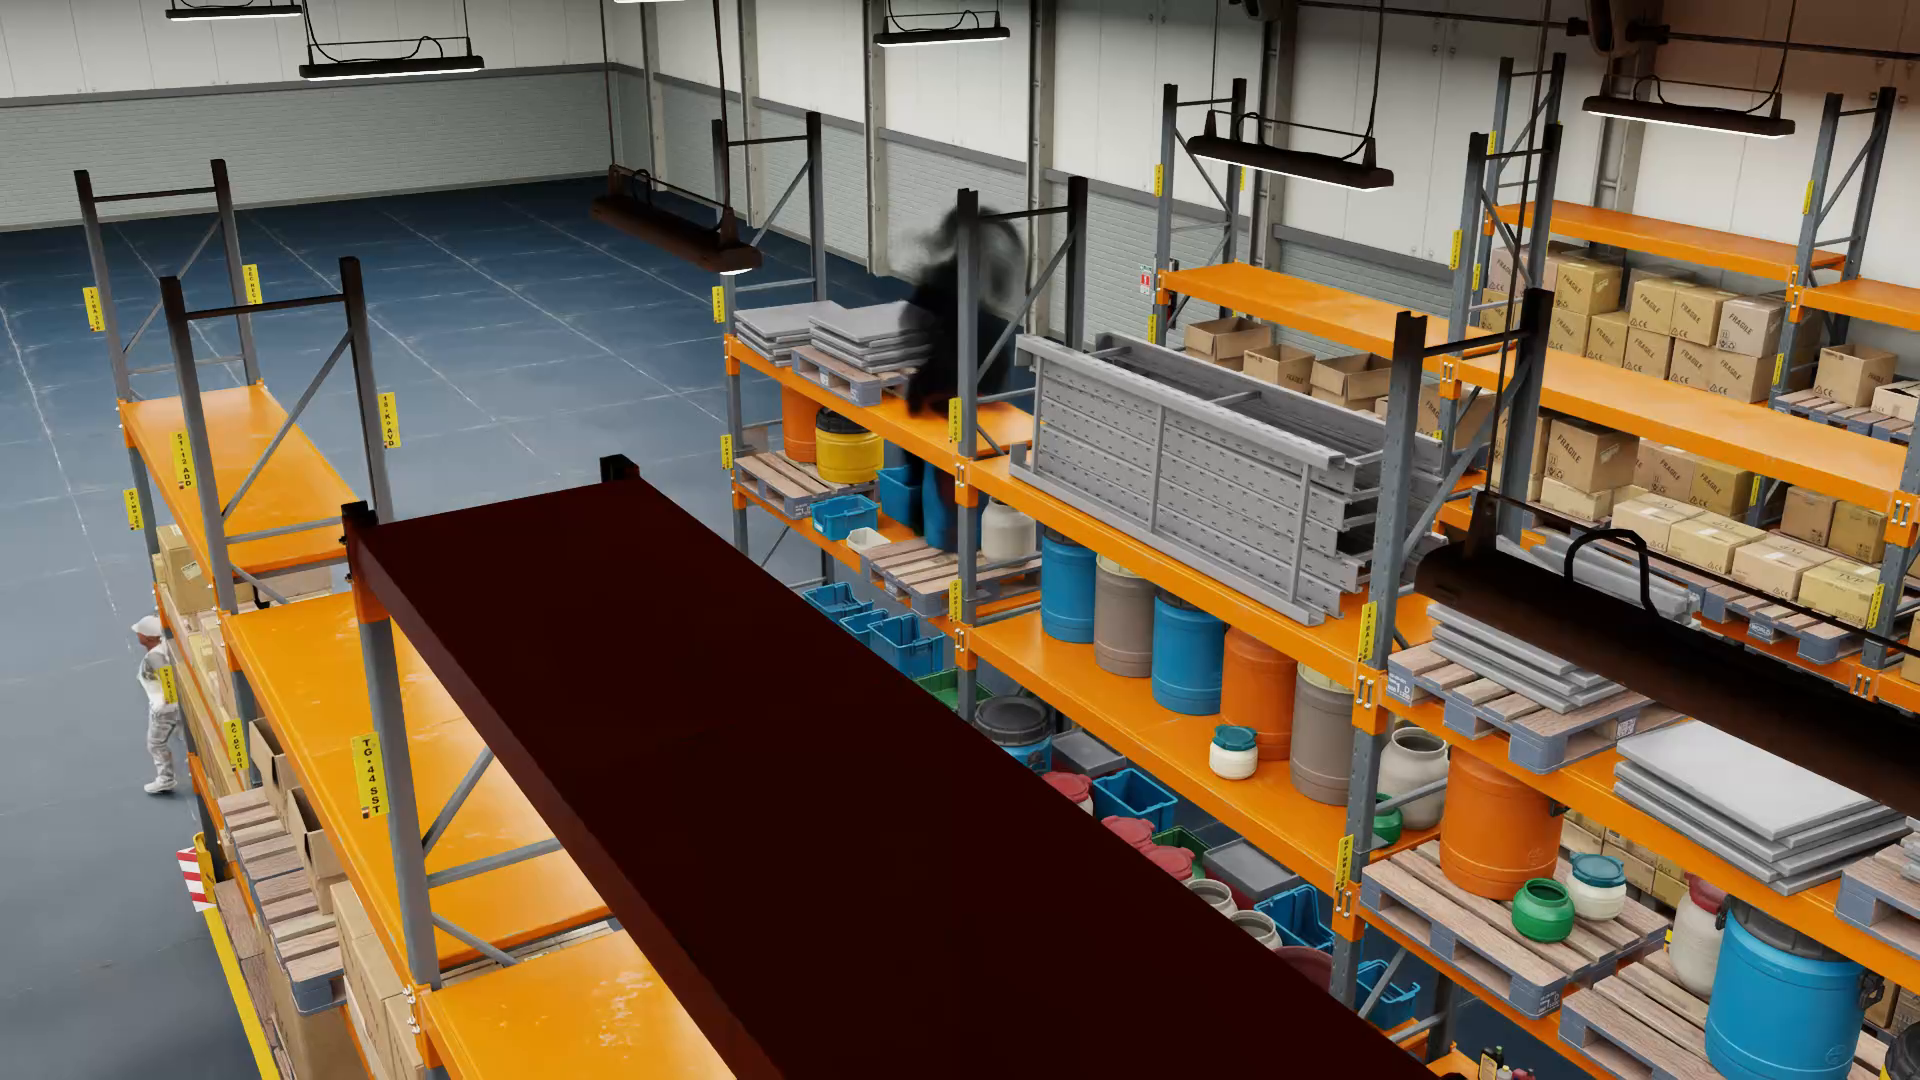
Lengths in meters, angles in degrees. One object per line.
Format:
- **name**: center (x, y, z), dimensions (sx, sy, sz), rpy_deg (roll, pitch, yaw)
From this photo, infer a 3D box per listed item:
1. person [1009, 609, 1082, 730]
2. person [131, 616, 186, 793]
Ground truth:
- **person**: center (0.878, 1.101, 16.450), dimensions (1.043, 1.731, 0.706), rpy_deg (17, 27, 36)
- **person**: center (-7.163, 1.508, 15.270), dimensions (0.949, 1.772, 0.659), rpy_deg (-1, 22, -2)
